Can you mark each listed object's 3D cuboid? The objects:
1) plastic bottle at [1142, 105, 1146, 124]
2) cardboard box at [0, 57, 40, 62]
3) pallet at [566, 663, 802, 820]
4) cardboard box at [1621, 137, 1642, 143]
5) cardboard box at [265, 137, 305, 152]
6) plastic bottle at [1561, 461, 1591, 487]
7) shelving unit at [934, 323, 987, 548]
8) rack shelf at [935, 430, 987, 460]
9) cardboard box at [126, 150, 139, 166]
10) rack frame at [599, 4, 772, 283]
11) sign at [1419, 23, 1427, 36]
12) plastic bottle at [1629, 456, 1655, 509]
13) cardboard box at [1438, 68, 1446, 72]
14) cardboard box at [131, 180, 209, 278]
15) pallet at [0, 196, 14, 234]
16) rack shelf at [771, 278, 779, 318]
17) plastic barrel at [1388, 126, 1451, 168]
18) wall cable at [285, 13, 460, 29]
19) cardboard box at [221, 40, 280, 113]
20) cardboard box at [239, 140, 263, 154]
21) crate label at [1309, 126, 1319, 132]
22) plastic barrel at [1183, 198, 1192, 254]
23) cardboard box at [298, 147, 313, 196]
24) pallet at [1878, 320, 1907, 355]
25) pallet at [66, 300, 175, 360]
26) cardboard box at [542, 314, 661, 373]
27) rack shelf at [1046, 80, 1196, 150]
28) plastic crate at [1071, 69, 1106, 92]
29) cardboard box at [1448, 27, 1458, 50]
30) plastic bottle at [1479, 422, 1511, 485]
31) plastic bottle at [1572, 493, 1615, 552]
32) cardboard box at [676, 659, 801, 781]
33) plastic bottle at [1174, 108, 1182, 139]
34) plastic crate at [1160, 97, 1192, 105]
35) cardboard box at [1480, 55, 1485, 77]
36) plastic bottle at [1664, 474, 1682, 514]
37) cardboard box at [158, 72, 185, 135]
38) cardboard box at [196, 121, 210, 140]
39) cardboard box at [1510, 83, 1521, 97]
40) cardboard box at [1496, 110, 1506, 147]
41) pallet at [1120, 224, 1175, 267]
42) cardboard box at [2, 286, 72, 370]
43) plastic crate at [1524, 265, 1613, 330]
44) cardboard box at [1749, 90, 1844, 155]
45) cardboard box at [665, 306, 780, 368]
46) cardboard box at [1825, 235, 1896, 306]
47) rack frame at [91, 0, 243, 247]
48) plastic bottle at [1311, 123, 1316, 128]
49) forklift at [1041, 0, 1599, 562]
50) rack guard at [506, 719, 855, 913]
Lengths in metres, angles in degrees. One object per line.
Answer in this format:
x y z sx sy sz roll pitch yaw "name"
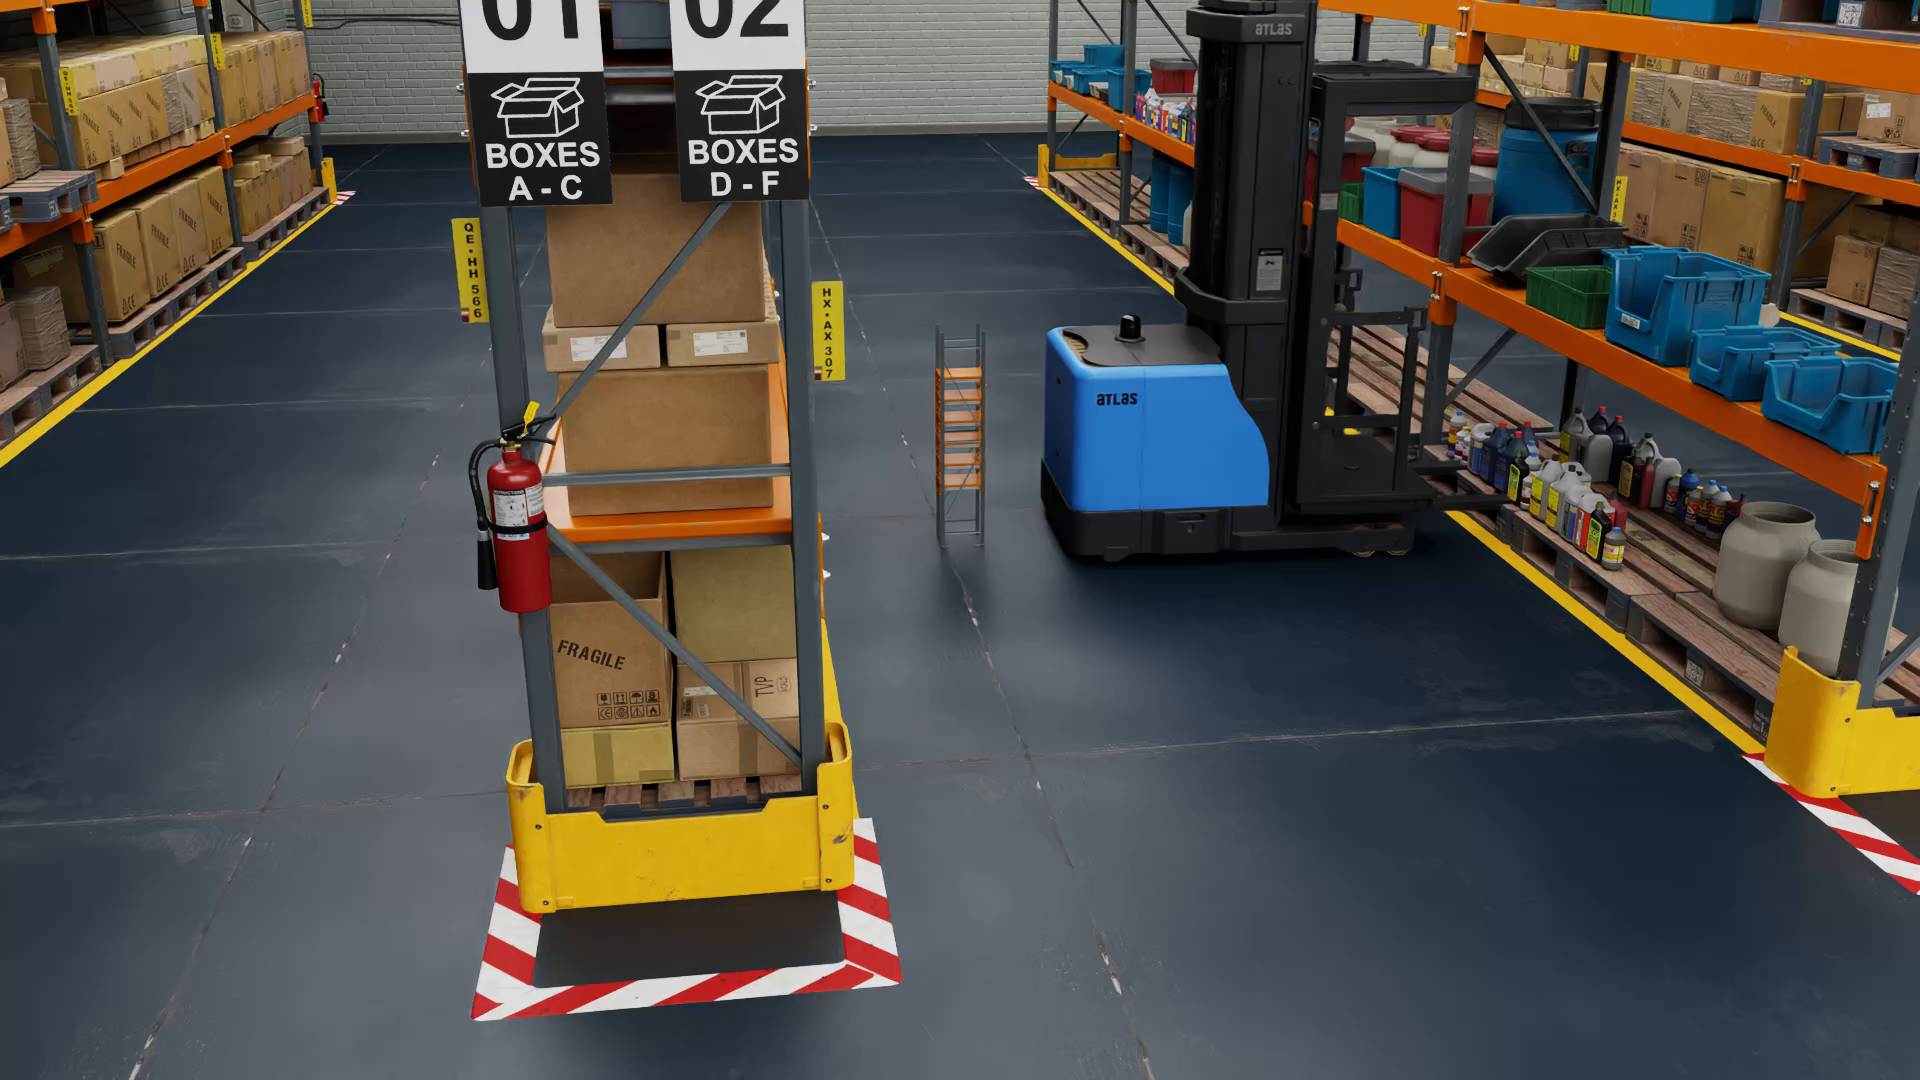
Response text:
1.881 -4.284 16.682 0.097 0.201 0.097 0 20 0 "plastic bottle"
-7.424 -3.596 12.889 0.500 0.250 0.500 -4 21 -10 "cardboard box"
-1.128 0.836 6.675 1.003 0.211 1.213 -3 21 -8 "pallet"
7.209 -3.841 17.650 1.225 0.875 0.875 -3 21 -8 "cardboard box"
-7.785 -4.553 19.164 0.380 0.149 0.250 -3 21 -8 "cardboard box"
3.287 -0.274 8.927 0.152 0.276 0.135 -3 21 -8 "plastic bottle"
0.002 -0.557 8.993 0.258 1.200 0.189 -3 21 -8 "shelving unit"
0.002 -0.515 9.008 0.258 0.103 0.180 -3 21 -8 "rack shelf"
-7.062 -3.187 13.793 0.380 0.149 0.250 -3 21 -7 "cardboard box"
-1.553 -1.592 9.192 1.000 3.000 0.127 -3 21 -8 "rack frame"
5.971 -6.662 21.415 0.100 0.325 0.005 -3 21 -8 "sign"
3.716 -0.325 9.054 0.061 0.283 0.133 -3 21 -8 "plastic bottle"
6.284 -5.899 21.083 0.380 0.149 0.250 -3 21 -9 "cardboard box"
-7.254 -2.774 14.829 0.750 0.750 0.750 -2 21 -6 "cardboard box"
-6.705 -1.953 10.431 1.003 0.211 1.213 -3 21 -8 "pallet"
-1.841 -1.947 11.171 1.077 0.370 4.000 -3 21 -8 "rack shelf"
3.260 -2.650 11.831 0.433 0.535 0.433 0 20 0 "plastic barrel"
-8.646 -8.828 24.428 3.097 2.526 0.112 -3 21 -8 "wall cable"
-7.884 -4.944 17.738 0.980 0.700 0.700 -4 21 -10 "cardboard box"
-8.126 -4.446 18.878 0.380 0.149 0.250 -3 21 -8 "cardboard box"
2.648 -2.884 12.601 0.502 0.435 0.616 -3 21 -8 "crate label"
2.353 -3.007 15.936 0.421 0.512 0.421 0 20 0 "plastic barrel"
-7.984 -4.284 19.372 0.700 0.500 0.500 -3 21 -8 "cardboard box"
7.958 -1.477 12.869 1.003 0.211 1.213 -3 21 -8 "pallet"
-7.070 -1.696 13.456 1.003 0.211 1.213 -3 21 -8 "pallet"
-1.220 -0.681 5.681 0.380 0.149 0.250 -3 21 -9 "cardboard box"
1.908 -4.966 19.253 1.077 0.370 4.000 -3 21 -8 "rack shelf"
1.519 -5.387 19.506 0.416 0.233 0.300 -3 21 -8 "plastic crate"
6.395 -6.313 20.548 0.500 0.500 0.500 -3 21 -9 "cardboard box"
3.055 -0.505 9.439 0.144 0.351 0.185 -2 21 -6 "plastic bottle"
3.218 -0.088 8.429 0.152 0.276 0.135 -3 21 -7 "plastic bottle"
-0.833 0.687 6.418 0.500 0.250 0.500 -3 21 -8 "cardboard box"
2.056 -3.895 15.540 0.097 0.271 0.097 0 20 0 "plastic bottle"
2.271 -4.683 17.759 0.396 0.136 0.243 -3 21 -8 "plastic crate"
6.473 -5.781 20.195 0.500 0.250 0.500 -4 21 -10 "cardboard box"
3.865 -0.253 8.977 0.097 0.201 0.097 0 20 0 "plastic bottle"
-7.144 -3.809 14.530 0.500 0.500 0.500 -3 21 -8 "cardboard box"
-7.219 -3.813 15.470 0.380 0.149 0.250 -3 21 -7 "cardboard box"
6.581 -5.188 19.178 0.380 0.149 0.250 -3 21 -7 "cardboard box"
6.952 -4.606 19.697 0.875 0.875 0.875 -3 21 -8 "cardboard box"
2.266 -3.035 17.040 1.003 0.211 1.213 -3 21 -8 "pallet"
-6.875 -1.514 11.927 0.700 0.500 0.500 -3 21 -7 "cardboard box"
3.266 -1.257 8.598 0.450 0.188 0.662 -3 21 -8 "plastic crate"
7.358 -3.681 14.640 0.500 0.500 0.500 -2 21 -6 "cardboard box"
-0.820 -0.705 5.745 0.380 0.149 0.250 -3 21 -8 "cardboard box"
7.790 -2.279 13.976 0.700 0.500 0.500 -4 21 -11 "cardboard box"
-7.607 -4.111 15.935 1.000 3.000 0.127 -3 21 -8 "rack frame"
3.028 -3.453 14.341 0.061 0.283 0.133 -3 21 -8 "plastic bottle"
2.024 -1.462 8.943 3.031 2.935 1.130 -2 21 -6 "forklift"
-0.973 0.972 5.899 1.175 0.500 0.348 -3 21 -8 "rack guard"
